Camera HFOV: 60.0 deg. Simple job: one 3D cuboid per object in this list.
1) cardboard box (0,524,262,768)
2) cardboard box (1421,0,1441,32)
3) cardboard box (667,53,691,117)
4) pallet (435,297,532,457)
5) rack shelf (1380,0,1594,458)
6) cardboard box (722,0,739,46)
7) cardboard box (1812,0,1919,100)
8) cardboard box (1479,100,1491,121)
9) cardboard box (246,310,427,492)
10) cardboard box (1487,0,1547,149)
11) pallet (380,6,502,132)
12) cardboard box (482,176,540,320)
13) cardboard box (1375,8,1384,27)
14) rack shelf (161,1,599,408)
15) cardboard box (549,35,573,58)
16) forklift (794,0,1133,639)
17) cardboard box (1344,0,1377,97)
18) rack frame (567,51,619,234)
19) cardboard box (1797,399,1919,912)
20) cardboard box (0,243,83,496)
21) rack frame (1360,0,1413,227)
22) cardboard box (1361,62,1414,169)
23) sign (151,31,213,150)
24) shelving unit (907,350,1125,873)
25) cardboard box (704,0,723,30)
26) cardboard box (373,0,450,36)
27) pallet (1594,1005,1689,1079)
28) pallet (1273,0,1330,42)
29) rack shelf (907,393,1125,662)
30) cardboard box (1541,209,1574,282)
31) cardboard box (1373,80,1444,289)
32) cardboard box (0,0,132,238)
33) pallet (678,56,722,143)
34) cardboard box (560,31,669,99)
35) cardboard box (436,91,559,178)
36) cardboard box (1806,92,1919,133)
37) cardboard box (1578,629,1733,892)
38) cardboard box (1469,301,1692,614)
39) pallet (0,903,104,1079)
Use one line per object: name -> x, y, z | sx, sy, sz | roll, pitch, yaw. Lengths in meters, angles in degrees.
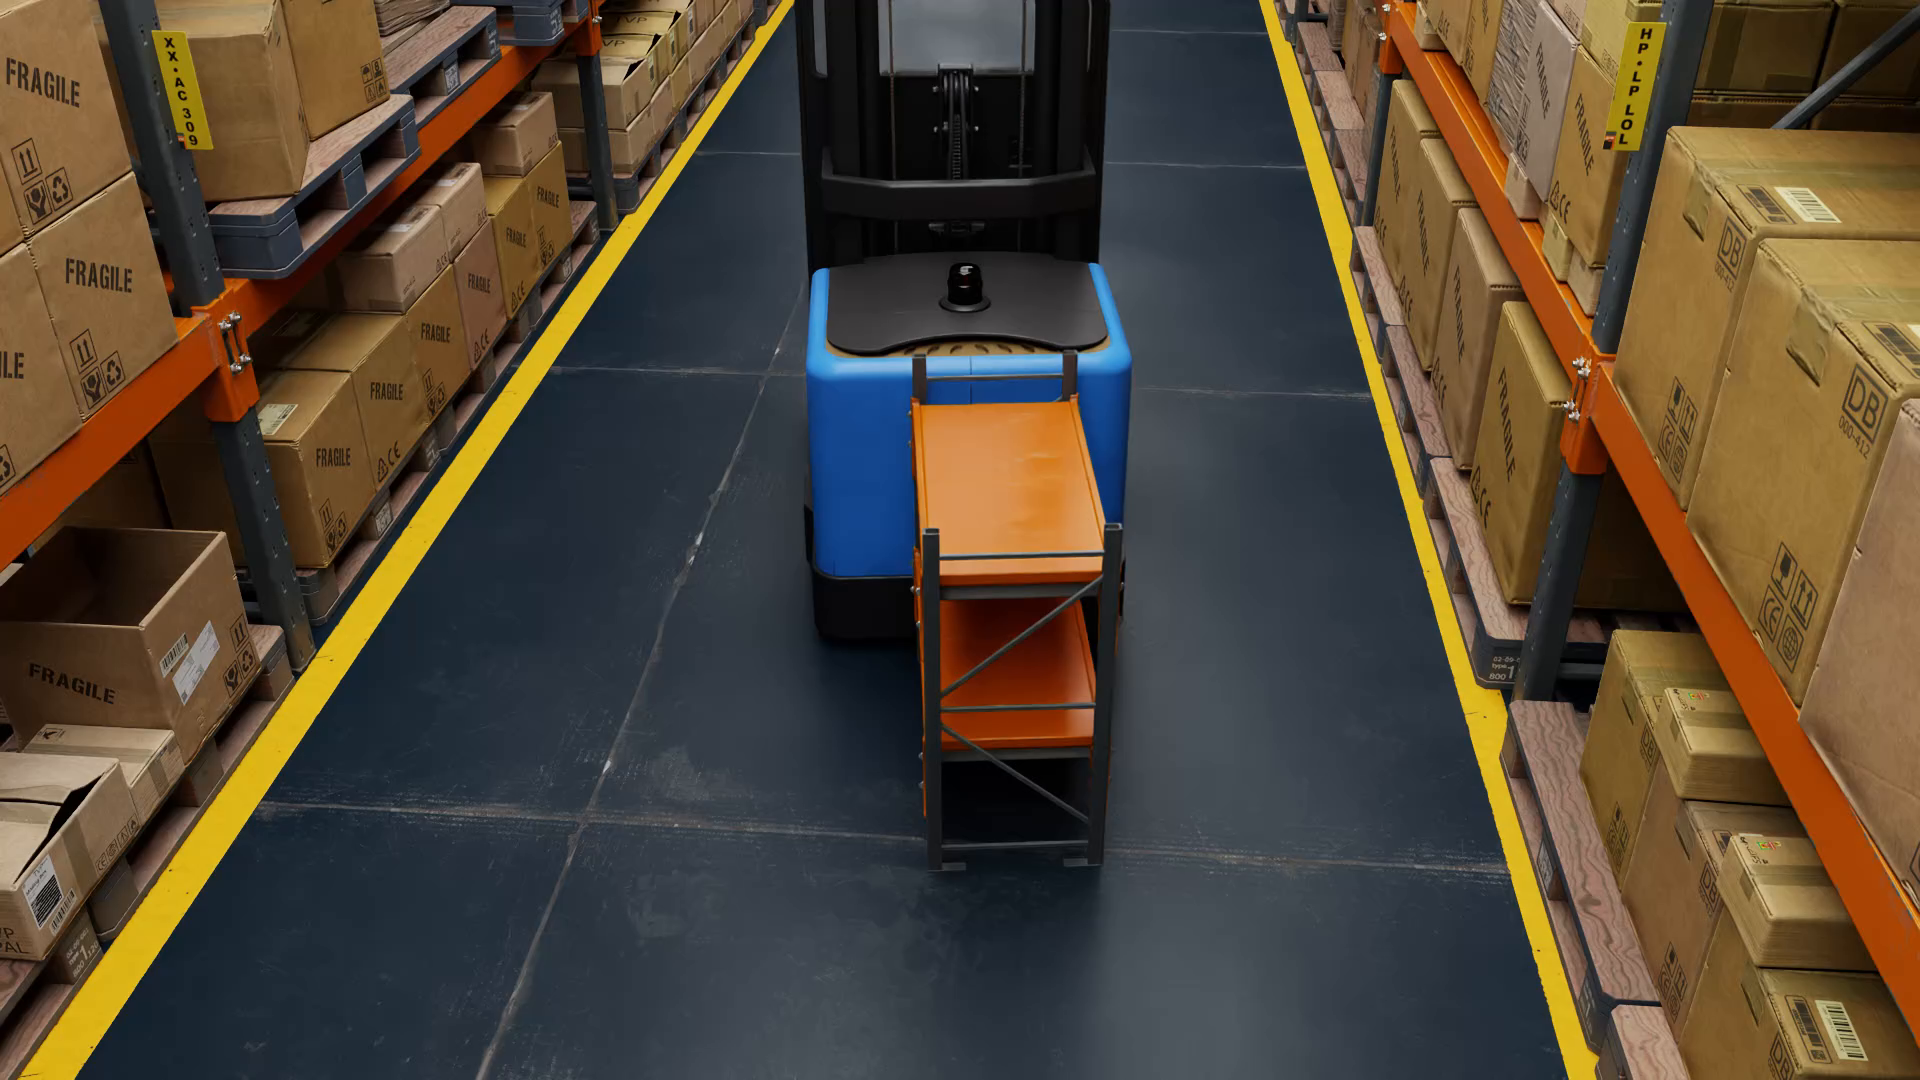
cardboard box -> -2.442, 0.304, 4.861 | 0.500, 0.500, 0.500 | 2, 32, 4
cardboard box -> 2.238, -2.426, 6.930 | 0.500, 0.500, 0.500 | 3, 32, 6
cardboard box -> -1.941, -2.779, 10.121 | 0.500, 0.250, 0.500 | 2, 32, 3
pallet -> -2.553, -0.762, 7.286 | 1.003, 0.211, 1.213 | 2, 32, 4
rack shelf -> 2.422, -1.413, 6.369 | 1.077, 0.370, 4.000 | 2, 32, 4
cardboard box -> -1.815, -3.581, 11.422 | 0.500, 0.250, 0.500 | 2, 32, 3
cardboard box -> 2.556, -1.400, 4.550 | 0.500, 0.250, 0.500 | 3, 32, 6
cardboard box -> 2.213, -1.702, 6.373 | 0.380, 0.149, 0.250 | 3, 32, 4
cardboard box -> -2.364, -0.528, 6.211 | 0.500, 0.500, 0.500 | 3, 32, 5
cardboard box -> 2.127, -1.633, 5.642 | 0.500, 0.500, 0.500 | 3, 32, 4
pallet -> -2.506, -1.876, 6.618 | 1.003, 0.211, 1.213 | 2, 32, 4
cardboard box -> -2.237, -1.328, 7.509 | 0.500, 0.500, 0.500 | 1, 32, 2
cardboard box -> 2.737, -3.151, 9.752 | 0.500, 0.250, 0.500 | 2, 32, 4
rack shelf -> -2.516, -1.623, 6.709 | 1.077, 0.370, 4.000 | 2, 32, 4
cardboard box -> -2.520, -2.778, 9.585 | 0.500, 0.311, 0.500 | 2, 32, 3
forklift -> -0.039, -1.659, 6.148 | 1.130, 2.935, 3.031 | -1, 32, -2
cardboard box -> 2.793, -3.057, 10.314 | 0.700, 0.500, 0.500 | 3, 32, 5
rack frame -> -2.353, -2.975, 8.218 | 1.000, 3.000, 0.127 | 2, 32, 4
cardboard box -> 2.084, 0.244, 2.709 | 0.980, 0.700, 0.700 | 1, 32, 2
cardboard box -> -2.504, -0.384, 3.918 | 0.500, 0.500, 0.500 | 3, 32, 5
rack frame -> 2.585, -2.765, 7.878 | 1.000, 3.000, 0.127 | 2, 32, 4
cardboard box -> 2.591, -2.267, 9.032 | 0.700, 0.500, 0.500 | 3, 32, 5
sign -> -2.137, -1.232, 4.566 | 0.100, 0.325, 0.005 | 2, 32, 4
shelving unit -> 0.131, 0.184, 4.879 | 0.538, 1.125, 1.048 | -1, 32, -2
cardboard box -> -1.853, -3.556, 10.847 | 0.500, 0.311, 0.500 | 2, 32, 4
cardboard box -> -2.556, -2.392, 6.776 | 0.700, 0.500, 0.500 | 8, 33, 13
pallet -> 2.023, 1.548, 3.537 | 1.003, 0.211, 1.213 | 2, 32, 4
pallet -> 2.930, -4.022, 12.575 | 1.003, 0.211, 1.213 | 2, 32, 4
rack shelf -> 0.131, -0.065, 4.725 | 0.538, 0.278, 1.000 | -1, 32, -2
cardboard box -> 2.001, -0.897, 5.066 | 0.380, 0.149, 0.250 | 3, 32, 5
cardboard box -> 2.394, -1.650, 7.717 | 0.750, 0.750, 0.750 | 2, 32, 3
cardboard box -> -2.462, -1.076, 4.088 | 0.500, 0.500, 0.500 | 3, 32, 4
pallet -> -2.145, -2.853, 10.677 | 1.003, 0.211, 1.213 | 2, 32, 4
cardboard box -> -1.983, -2.758, 9.552 | 0.500, 0.311, 0.500 | 2, 32, 3
cardboard box -> -2.195, -1.888, 7.703 | 0.500, 0.250, 0.500 | 4, 32, 6
cardboard box -> 2.548, -1.081, 4.747 | 0.500, 0.500, 0.500 | 1, 32, 2
cardboard box -> 2.096, 0.599, 4.402 | 0.700, 0.500, 0.500 | 3, 32, 5
cardboard box -> 2.182, -0.282, 5.498 | 0.750, 0.750, 0.750 | 3, 32, 5
pallet -> -2.832, 1.303, 3.935 | 1.003, 0.211, 1.213 | 2, 32, 4
